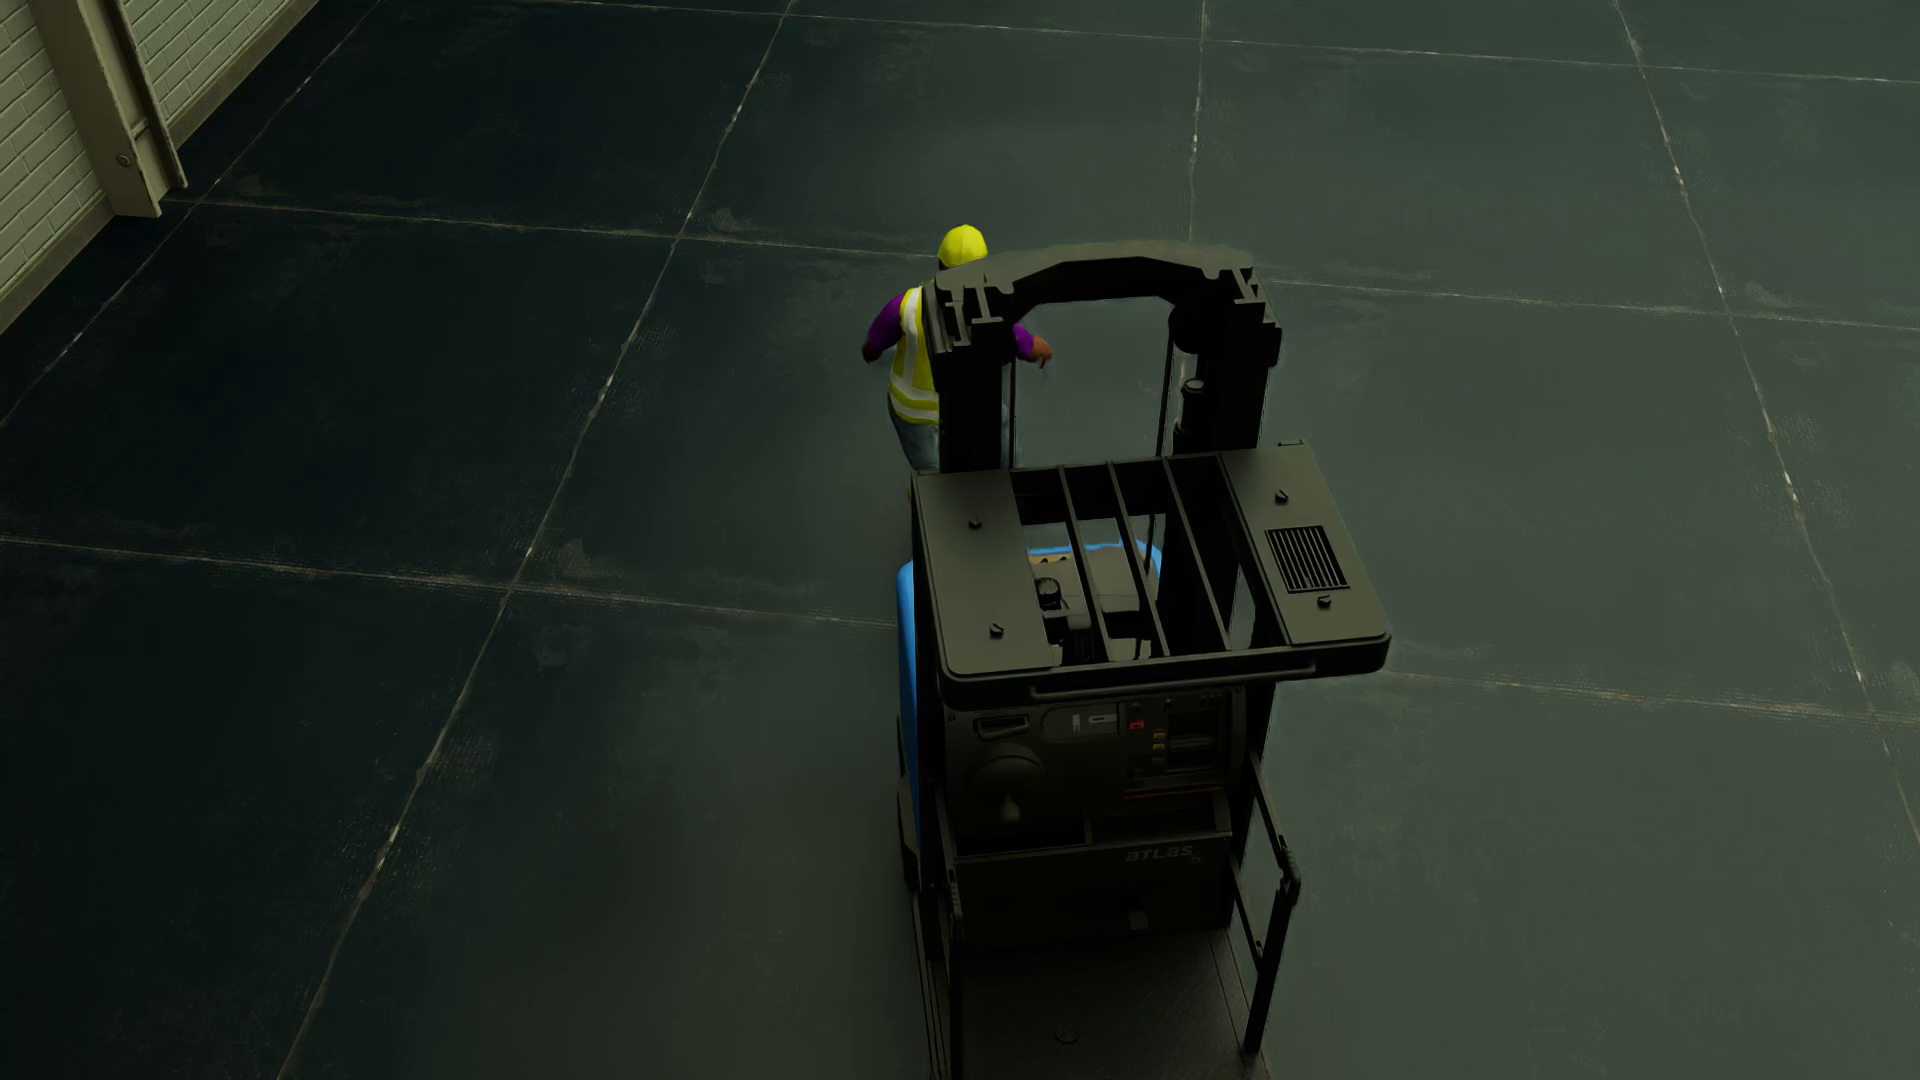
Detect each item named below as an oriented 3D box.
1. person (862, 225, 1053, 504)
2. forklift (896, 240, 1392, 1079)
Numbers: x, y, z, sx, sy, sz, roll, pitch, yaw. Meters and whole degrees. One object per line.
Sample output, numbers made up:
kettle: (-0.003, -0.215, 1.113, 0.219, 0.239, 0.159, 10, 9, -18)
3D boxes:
person: (-0.011, -0.741, 7.489, 0.860, 1.644, 0.614, 1, 43, 1)
forklift: (0.444, 0.731, 4.928, 1.130, 2.935, 3.031, -5, 43, -5)
